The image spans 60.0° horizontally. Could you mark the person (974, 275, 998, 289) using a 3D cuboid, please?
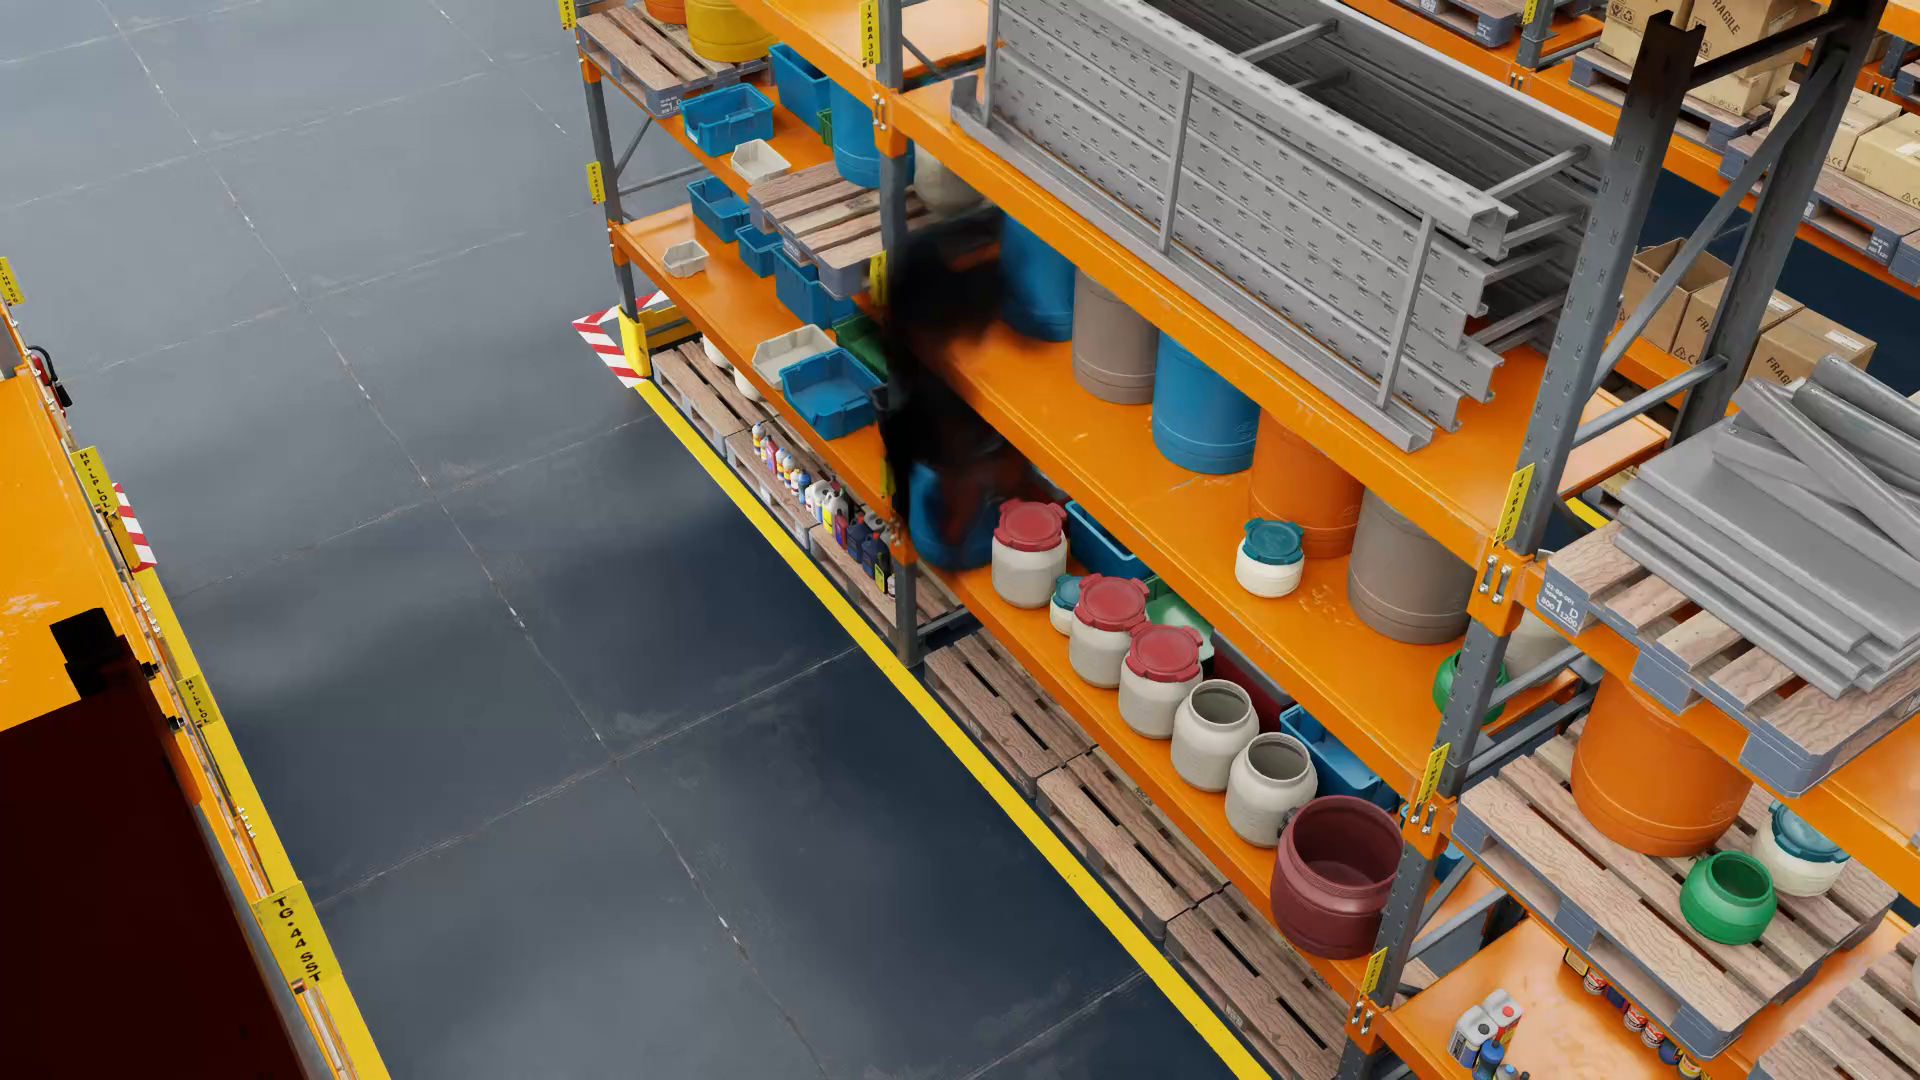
[{"bbox_3d":[0.282,-1.921,12.284,0.490,1.665,0.699,-34,52,-31],"label":"person"}]
